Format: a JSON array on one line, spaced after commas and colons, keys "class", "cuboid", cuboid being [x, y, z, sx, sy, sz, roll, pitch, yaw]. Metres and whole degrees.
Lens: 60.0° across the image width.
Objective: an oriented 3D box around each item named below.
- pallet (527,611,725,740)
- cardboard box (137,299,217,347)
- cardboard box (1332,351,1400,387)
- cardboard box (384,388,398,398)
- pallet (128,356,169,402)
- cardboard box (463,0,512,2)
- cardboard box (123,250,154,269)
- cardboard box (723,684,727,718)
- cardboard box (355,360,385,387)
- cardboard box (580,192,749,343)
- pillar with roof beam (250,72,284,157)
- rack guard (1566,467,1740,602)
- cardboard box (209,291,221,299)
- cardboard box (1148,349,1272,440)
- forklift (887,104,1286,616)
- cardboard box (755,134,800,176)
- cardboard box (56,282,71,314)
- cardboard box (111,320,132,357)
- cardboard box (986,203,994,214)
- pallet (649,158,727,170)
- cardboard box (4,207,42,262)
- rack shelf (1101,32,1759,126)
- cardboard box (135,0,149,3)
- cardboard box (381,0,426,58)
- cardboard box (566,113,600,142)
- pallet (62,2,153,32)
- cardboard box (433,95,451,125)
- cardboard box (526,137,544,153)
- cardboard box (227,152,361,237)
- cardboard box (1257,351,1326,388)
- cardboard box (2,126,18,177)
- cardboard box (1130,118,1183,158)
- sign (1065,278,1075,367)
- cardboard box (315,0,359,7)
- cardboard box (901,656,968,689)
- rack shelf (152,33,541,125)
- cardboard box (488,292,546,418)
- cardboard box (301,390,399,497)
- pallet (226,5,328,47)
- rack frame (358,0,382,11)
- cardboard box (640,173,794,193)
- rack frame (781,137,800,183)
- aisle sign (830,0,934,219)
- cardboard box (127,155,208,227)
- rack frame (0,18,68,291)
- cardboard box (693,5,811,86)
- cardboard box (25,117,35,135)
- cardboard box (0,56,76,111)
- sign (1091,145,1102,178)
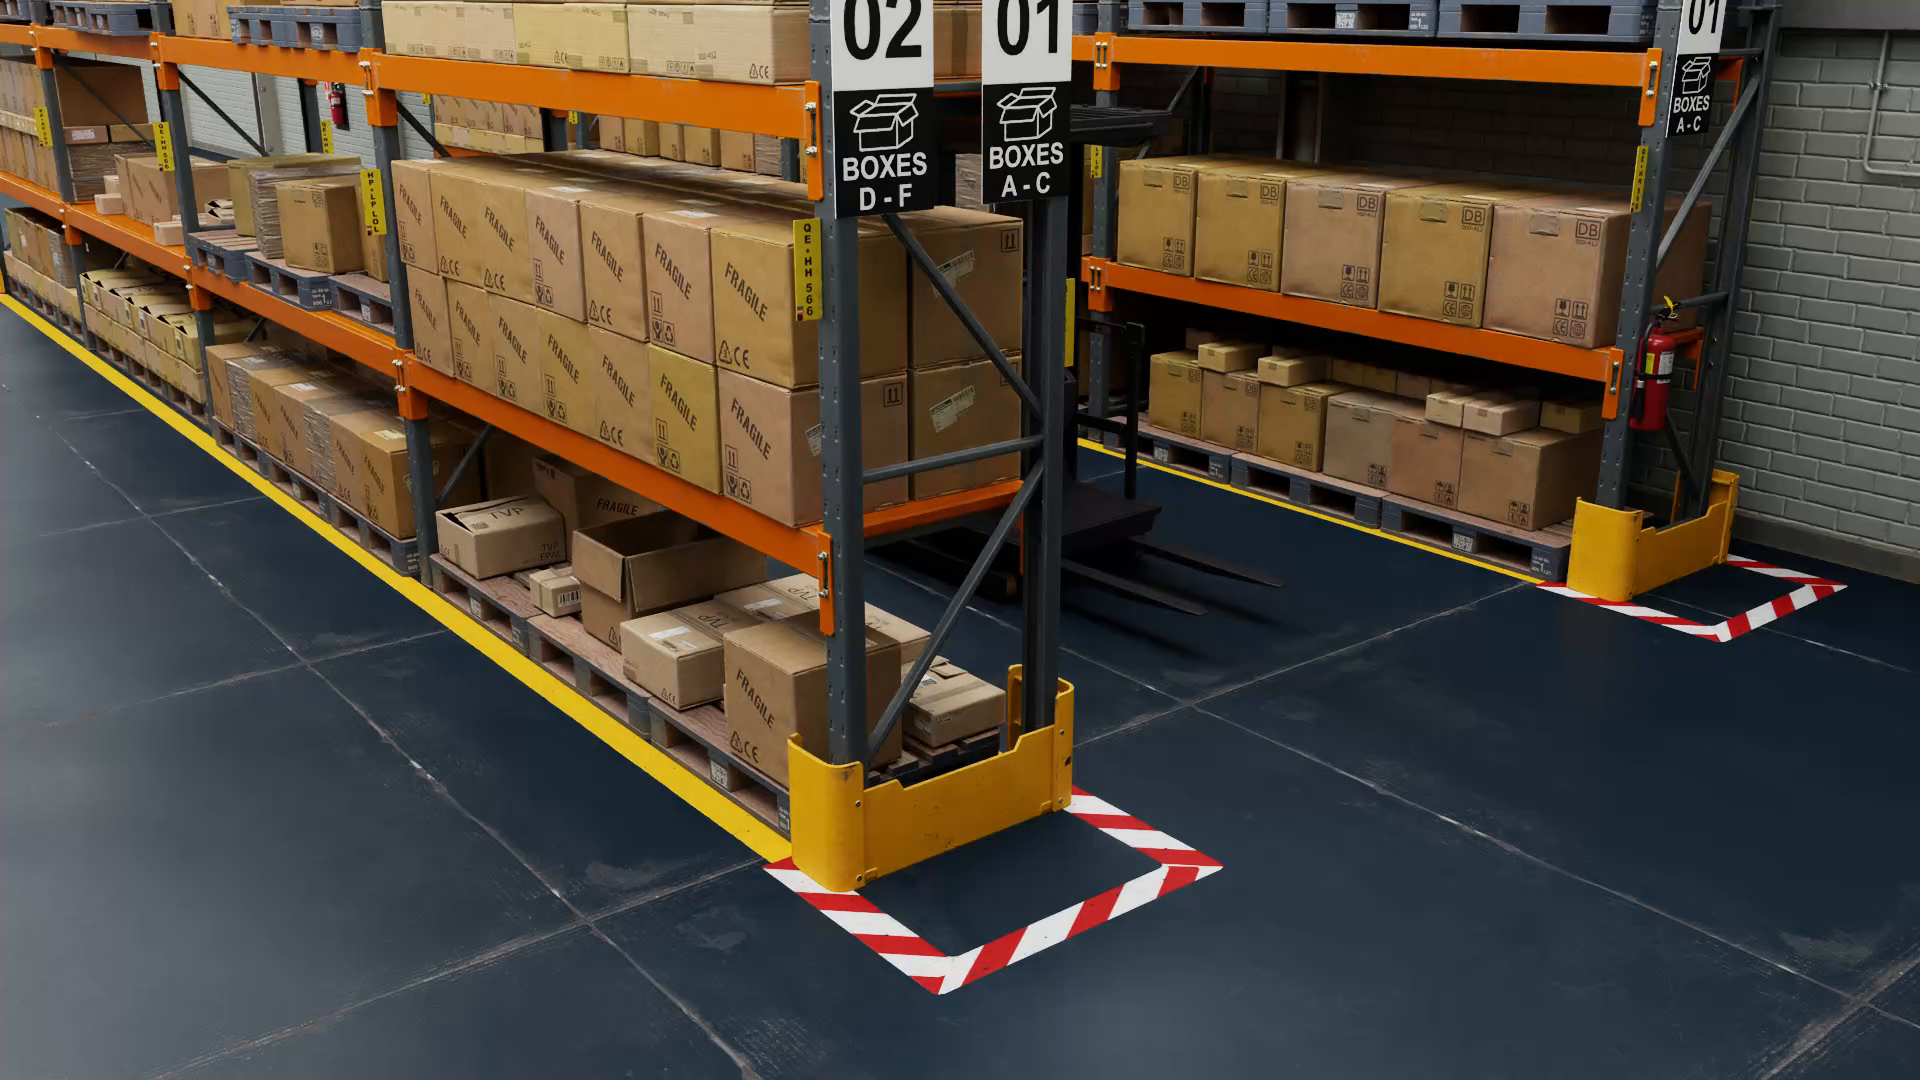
[{"class": "pallet", "cuboid": [-1.340, 0.530, 7.925, 1.003, 0.211, 1.213, -14, 23, -36]}, {"class": "cardboard box", "cuboid": [-6.168, -1.742, 13.167, 0.500, 0.311, 0.500, -14, 23, -36]}, {"class": "cardboard box", "cuboid": [2.613, -1.102, 10.696, 0.380, 0.149, 0.250, -14, 23, -37]}, {"class": "cardboard box", "cuboid": [-3.281, -0.707, 10.501, 0.500, 0.500, 0.500, -14, 23, -35]}, {"class": "pallet", "cuboid": [-6.245, -1.437, 13.865, 1.003, 0.211, 1.213, -14, 23, -36]}, {"class": "cardboard box", "cuboid": [-1.807, -2.437, 7.122, 0.500, 0.250, 0.500, -14, 23, -36]}, {"class": "cardboard box", "cuboid": [-7.537, -2.660, 15.638, 0.500, 0.500, 0.500, -14, 23, -36]}, {"class": "cardboard box", "cuboid": [-0.756, 0.655, 6.920, 0.380, 0.166, 0.250, -14, 23, -36]}, {"class": "cardboard box", "cuboid": [-3.570, -1.179, 10.734, 0.500, 0.250, 0.500, -15, 23, -37]}, {"class": "cardboard box", "cuboid": [-1.176, -1.107, 6.685, 0.500, 0.500, 0.500, -13, 22, -35]}, {"class": "pillar with roof beam", "cuboid": [-15.810, -10.149, 26.198, 9.100, 9.000, 0.400, -14, 23, -36]}, {"class": "rack guard", "cuboid": [3.852, -0.053, 9.228, 1.175, 0.500, 0.348, -14, 23, -36]}, {"class": "cardboard box", "cuboid": [-6.073, -1.976, 13.874, 0.500, 0.311, 0.500, -14, 23, -37]}, {"class": "cardboard box", "cuboid": [1.737, -1.040, 11.540, 0.700, 0.500, 0.500, -14, 23, -35]}, {"class": "forklift", "cuboid": [0.415, -1.243, 8.953, 1.130, 2.935, 3.031, -15, 24, -39]}, {"class": "cardboard box", "cuboid": [-1.430, -3.587, 15.065, 0.500, 0.500, 0.700, 17, 25, 42]}, {"class": "cardboard box", "cuboid": [-8.257, -2.326, 15.821, 0.500, 0.250, 0.500, -14, 23, -36]}, {"class": "cardboard box", "cuboid": [-6.798, -1.728, 14.015, 0.500, 0.250, 0.500, -15, 23, -38]}, {"class": "cardboard box", "cuboid": [0.545, -2.618, 12.333, 0.500, 0.500, 0.500, -14, 23, -36]}, {"class": "pallet", "cuboid": [-2.391, -3.606, 16.285, 1.003, 0.211, 1.213, -14, 23, -36]}, {"class": "cardboard box", "cuboid": [-9.508, -3.172, 17.184, 0.500, 0.500, 0.500, -14, 23, -36]}, {"class": "rack shelf", "cuboid": [2.595, -2.821, 9.983, 1.077, 0.370, 4.000, -14, 23, -36]}, {"class": "cardboard box", "cuboid": [-5.677, -4.028, 12.054, 0.500, 0.250, 0.500, -13, 22, -35]}, {"class": "cardboard box", "cuboid": [-2.420, -2.448, 7.951, 0.500, 0.250, 0.500, -14, 23, -36]}, {"class": "cardboard box", "cuboid": [-4.150, -4.553, 17.855, 0.500, 0.500, 0.500, -14, 23, -36]}, {"class": "pallet", "cuboid": [-6.199, -4.008, 12.725, 1.003, 0.211, 1.213, -13, 22, -34]}, {"class": "cardboard box", "cuboid": [-6.037, -5.306, 20.130, 0.500, 0.500, 0.500, -14, 23, -36]}, {"class": "cardboard box", "cuboid": [-4.448, -4.323, 18.353, 0.500, 0.250, 0.500, -14, 23, -36]}, {"class": "cardboard box", "cuboid": [-4.532, -2.363, 11.400, 0.500, 0.500, 0.700, 11, 21, 30]}, {"class": "cardboard box", "cuboid": [2.131, -1.099, 10.687, 0.380, 0.149, 0.250, -15, 23, -38]}, {"class": "cardboard box", "cuboid": [-9.369, -4.022, 17.078, 0.700, 0.500, 0.500, -13, 22, -35]}, {"class": "cardboard box", "cuboid": [1.272, -2.950, 12.142, 0.500, 0.250, 0.500, -13, 22, -34]}, {"class": "sign", "cuboid": [0.381, -0.795, 6.114, 0.100, 0.325, 0.005, -14, 23, -36]}, {"class": "cardboard box", "cuboid": [-3.215, -3.281, 9.240, 0.600, 0.600, 0.600, -14, 23, -37]}, {"class": "cardboard box", "cuboid": [-0.190, 0.626, 7.007, 0.380, 0.166, 0.250, -14, 23, -36]}, {"class": "rack shelf", "cuboid": [-3.769, -2.839, 10.037, 1.077, 0.370, 4.000, -14, 23, -36]}, {"class": "cardboard box", "cuboid": [-1.795, -0.883, 7.599, 0.500, 0.500, 0.500, -14, 23, -36]}, {"class": "cardboard box", "cuboid": [-3.670, -0.599, 10.175, 0.500, 0.500, 0.500, -14, 23, -35]}, {"class": "pallet", "cuboid": [-3.524, -3.028, 9.762, 1.213, 0.211, 1.003, -14, 23, -36]}, {"class": "rack frame", "cuboid": [-2.528, -4.112, 7.964, 1.000, 3.000, 0.127, -14, 23, -36]}, {"class": "cardboard box", "cuboid": [-1.066, -1.338, 7.380, 0.500, 0.500, 0.500, -14, 23, -37]}, {"class": "rack frame", "cuboid": [-1.130, -3.217, 14.806, 1.000, 3.000, 0.127, -14, 23, -36]}, {"class": "aisle sign", "cuboid": [-0.242, -1.436, 5.290, 0.394, 0.787, 0.004, -14, 23, -36]}, {"class": "cardboard box", "cuboid": [-6.393, -2.837, 13.499, 0.500, 0.500, 0.500, -14, 23, -36]}, {"class": "rack frame", "cuboid": [-9.978, -4.221, 17.837, 1.000, 3.000, 0.127, -14, 23, -36]}, {"class": "cardboard box", "cuboid": [-0.570, -1.706, 5.709, 0.500, 0.250, 0.500, -14, 23, -36]}, {"class": "cardboard box", "cuboid": [-8.619, -3.929, 15.764, 0.380, 0.149, 0.250, -13, 22, -35]}, {"class": "cardboard box", "cuboid": [-9.335, -4.625, 16.835, 0.700, 0.500, 0.500, -15, 23, -38]}, {"class": "sign", "cuboid": [0.934, -2.635, 11.333, 0.100, 0.325, 0.005, -14, 23, -36]}]
